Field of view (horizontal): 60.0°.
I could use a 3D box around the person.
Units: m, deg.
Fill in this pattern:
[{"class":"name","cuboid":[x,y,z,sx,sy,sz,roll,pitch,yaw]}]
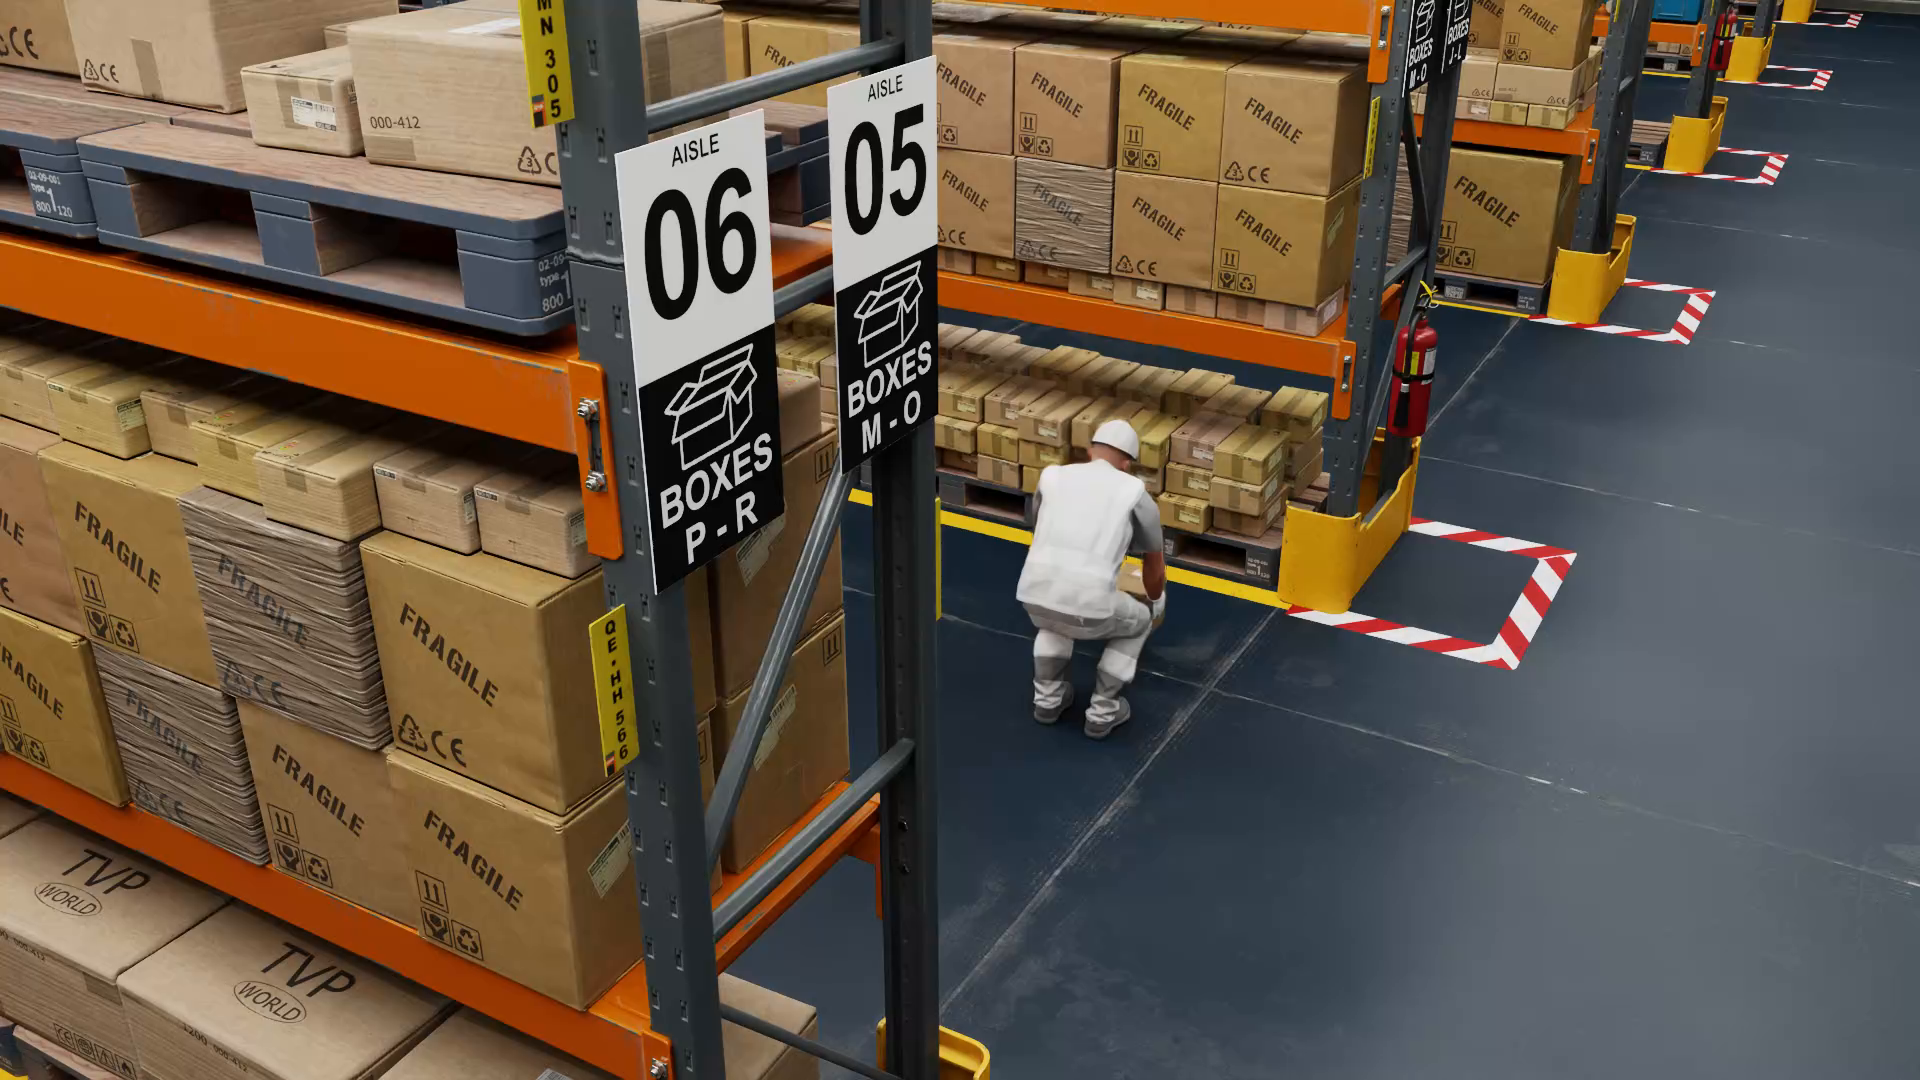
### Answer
[{"class":"person","cuboid":[0.515,0.166,6.905,0.586,1.212,0.839,14,30,26]}]
